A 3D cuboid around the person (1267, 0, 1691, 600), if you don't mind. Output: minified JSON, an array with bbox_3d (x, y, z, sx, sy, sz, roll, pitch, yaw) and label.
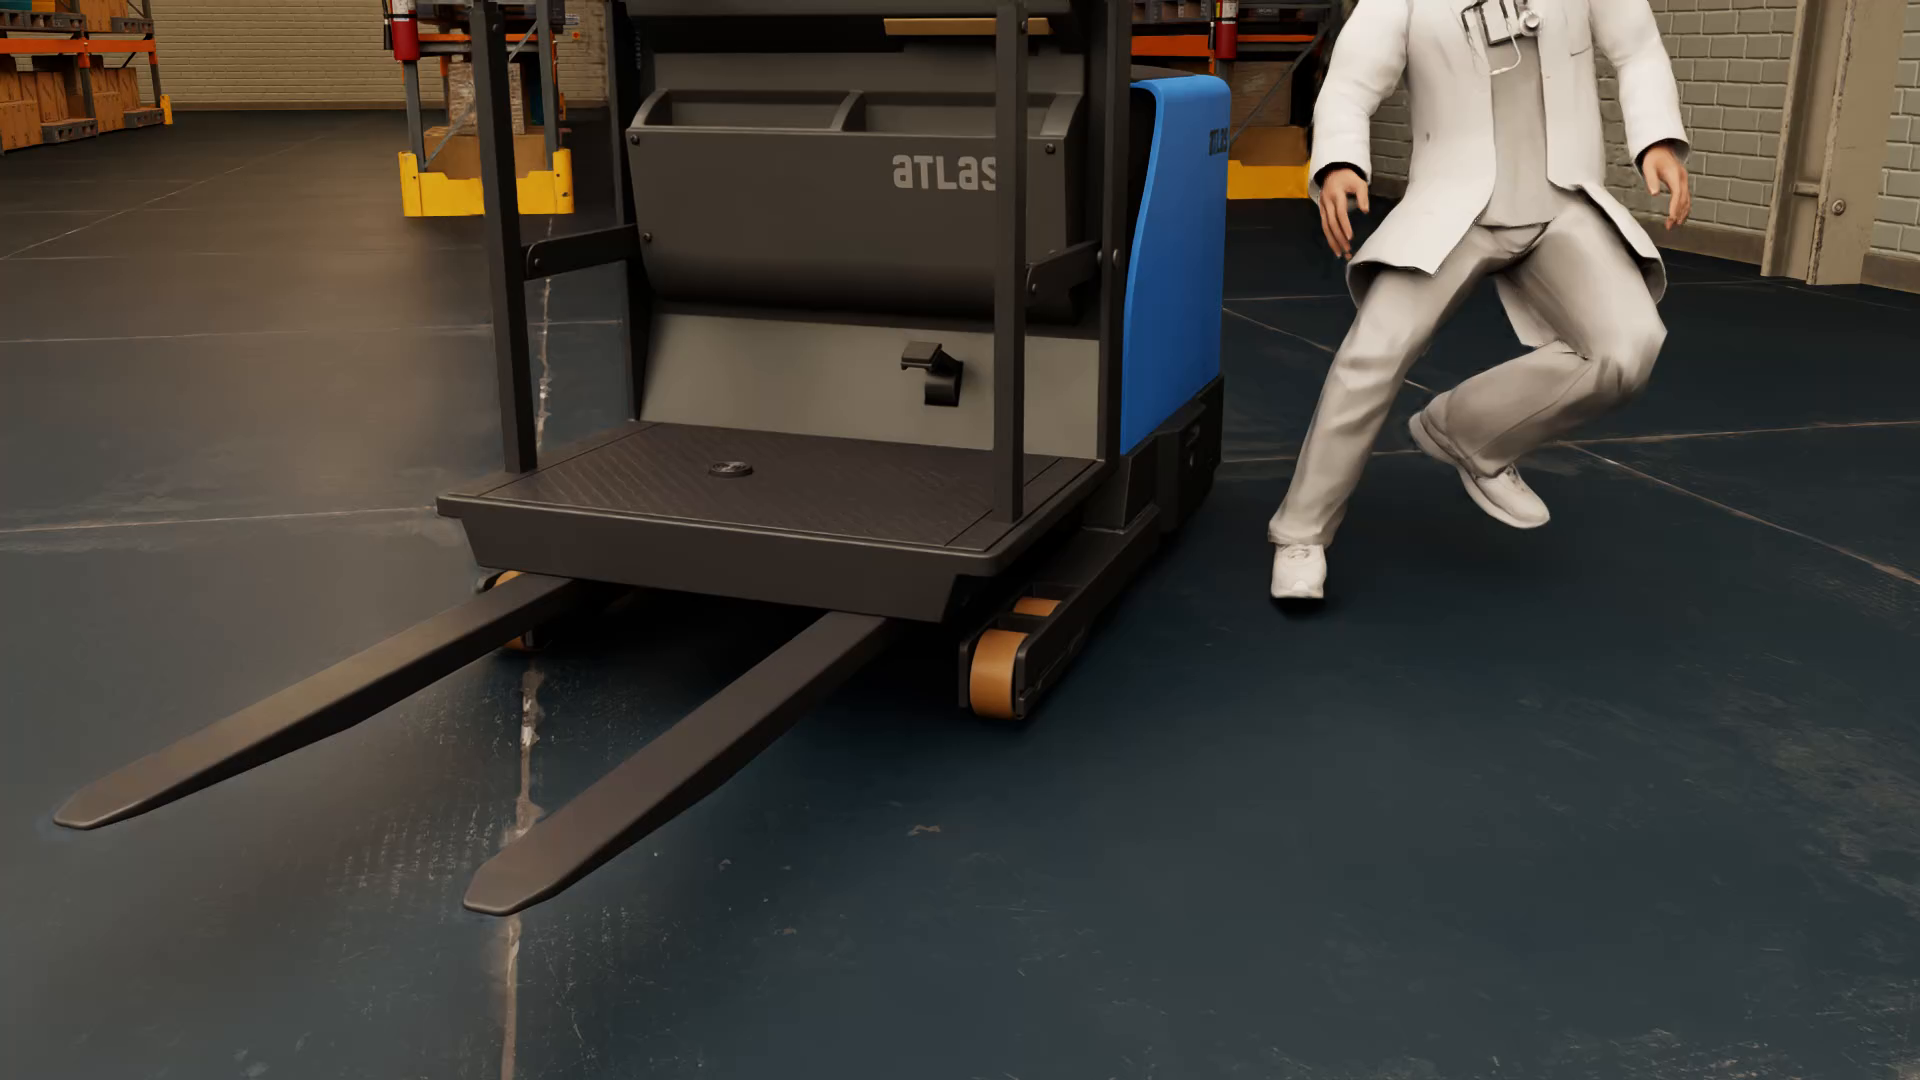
[{"bbox_3d":[1.081,-0.674,3.445,0.808,1.618,0.706,2,17,7],"label":"person"}]

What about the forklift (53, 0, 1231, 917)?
[{"bbox_3d":[-0.289,-1.215,2.958,1.130,2.935,3.031,6,18,19],"label":"forklift"}]
